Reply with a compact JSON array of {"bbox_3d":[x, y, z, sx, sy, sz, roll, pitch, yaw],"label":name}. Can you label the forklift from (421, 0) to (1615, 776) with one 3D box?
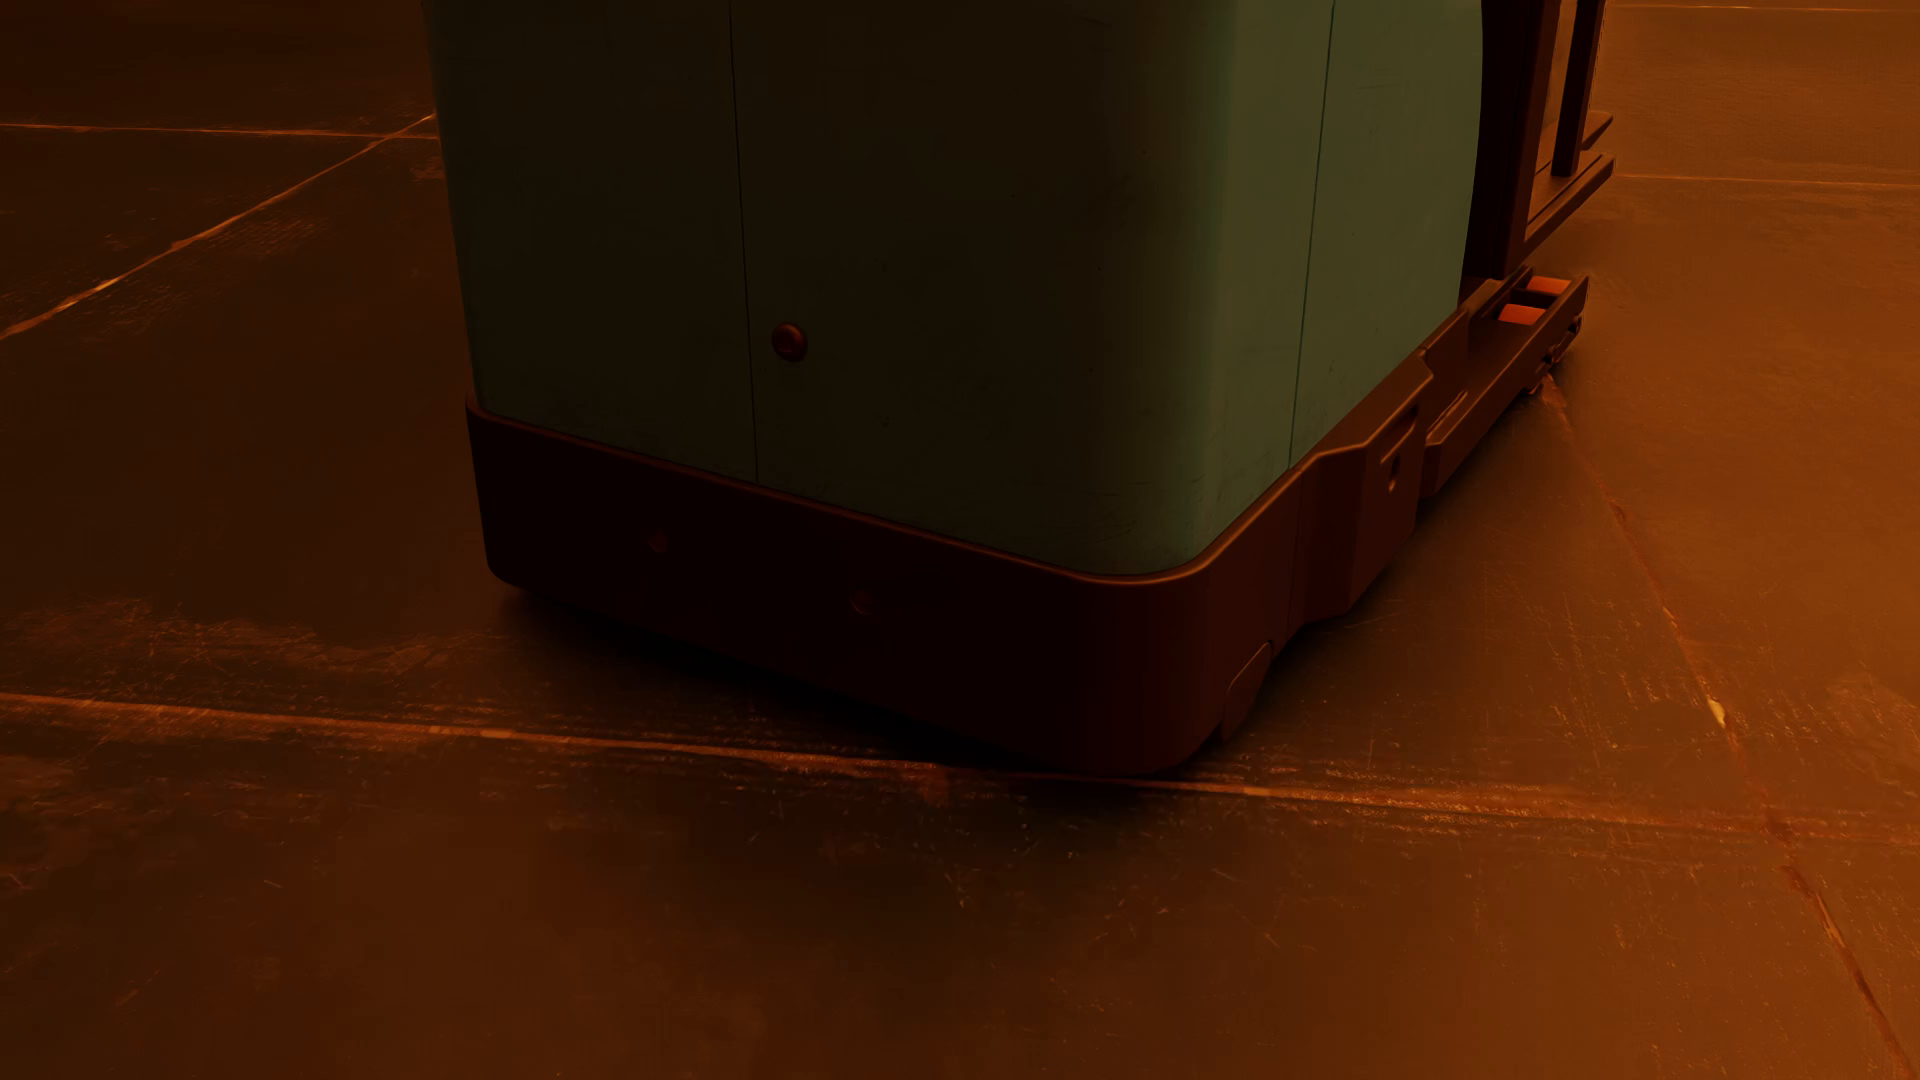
[{"bbox_3d":[0.542,-1.670,2.564,1.130,2.935,3.031,15,30,27],"label":"forklift"}]
